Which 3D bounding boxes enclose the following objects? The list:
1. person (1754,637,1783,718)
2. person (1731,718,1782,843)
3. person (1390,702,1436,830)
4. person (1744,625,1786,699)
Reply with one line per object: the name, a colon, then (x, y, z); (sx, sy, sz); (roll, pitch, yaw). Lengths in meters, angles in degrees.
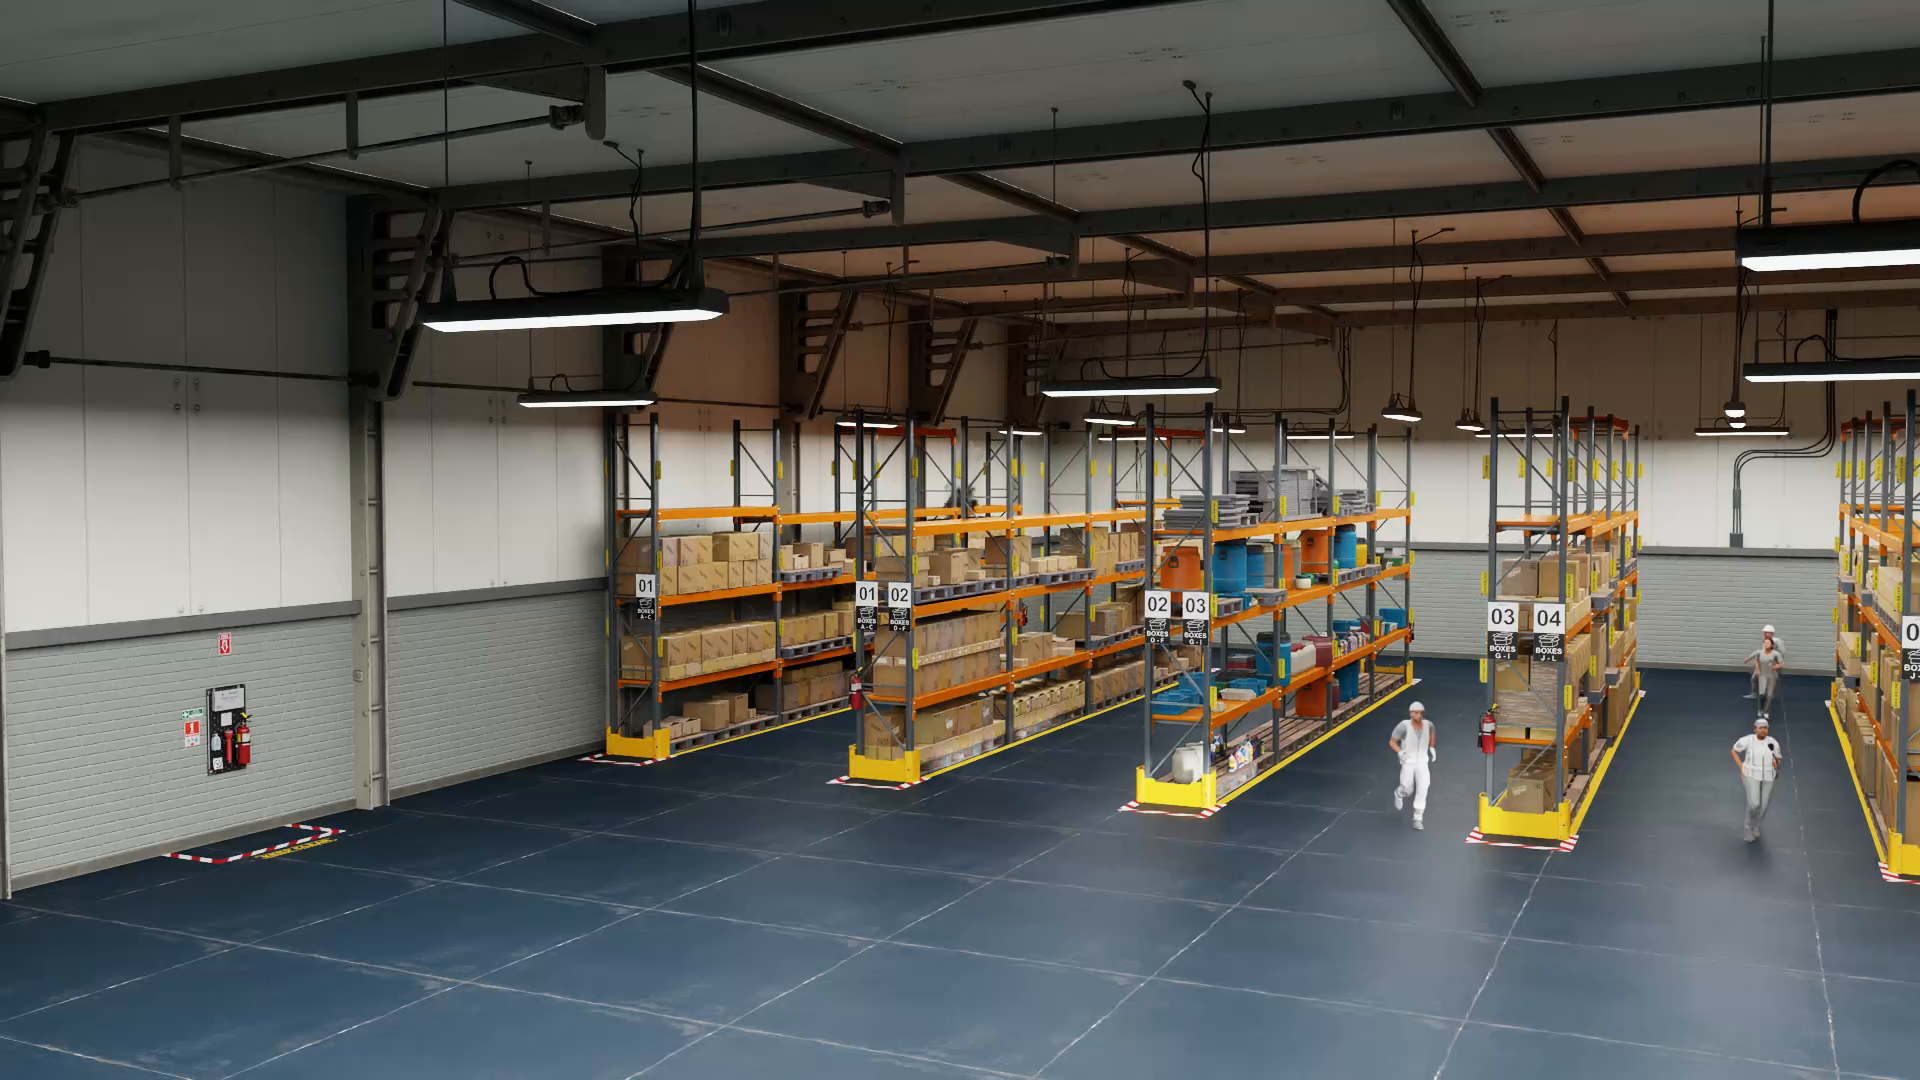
person: (16.183, 2.770, 33.316); (0.545, 1.636, 0.616); (2, 3, 33)
person: (10.758, 3.243, 22.389); (0.579, 1.687, 0.685); (0, 2, 6)
person: (6.409, 3.147, 23.513); (0.681, 1.756, 0.969); (0, 2, -6)
person: (17.465, 2.669, 35.996); (0.504, 1.665, 0.881); (-1, 3, -20)
